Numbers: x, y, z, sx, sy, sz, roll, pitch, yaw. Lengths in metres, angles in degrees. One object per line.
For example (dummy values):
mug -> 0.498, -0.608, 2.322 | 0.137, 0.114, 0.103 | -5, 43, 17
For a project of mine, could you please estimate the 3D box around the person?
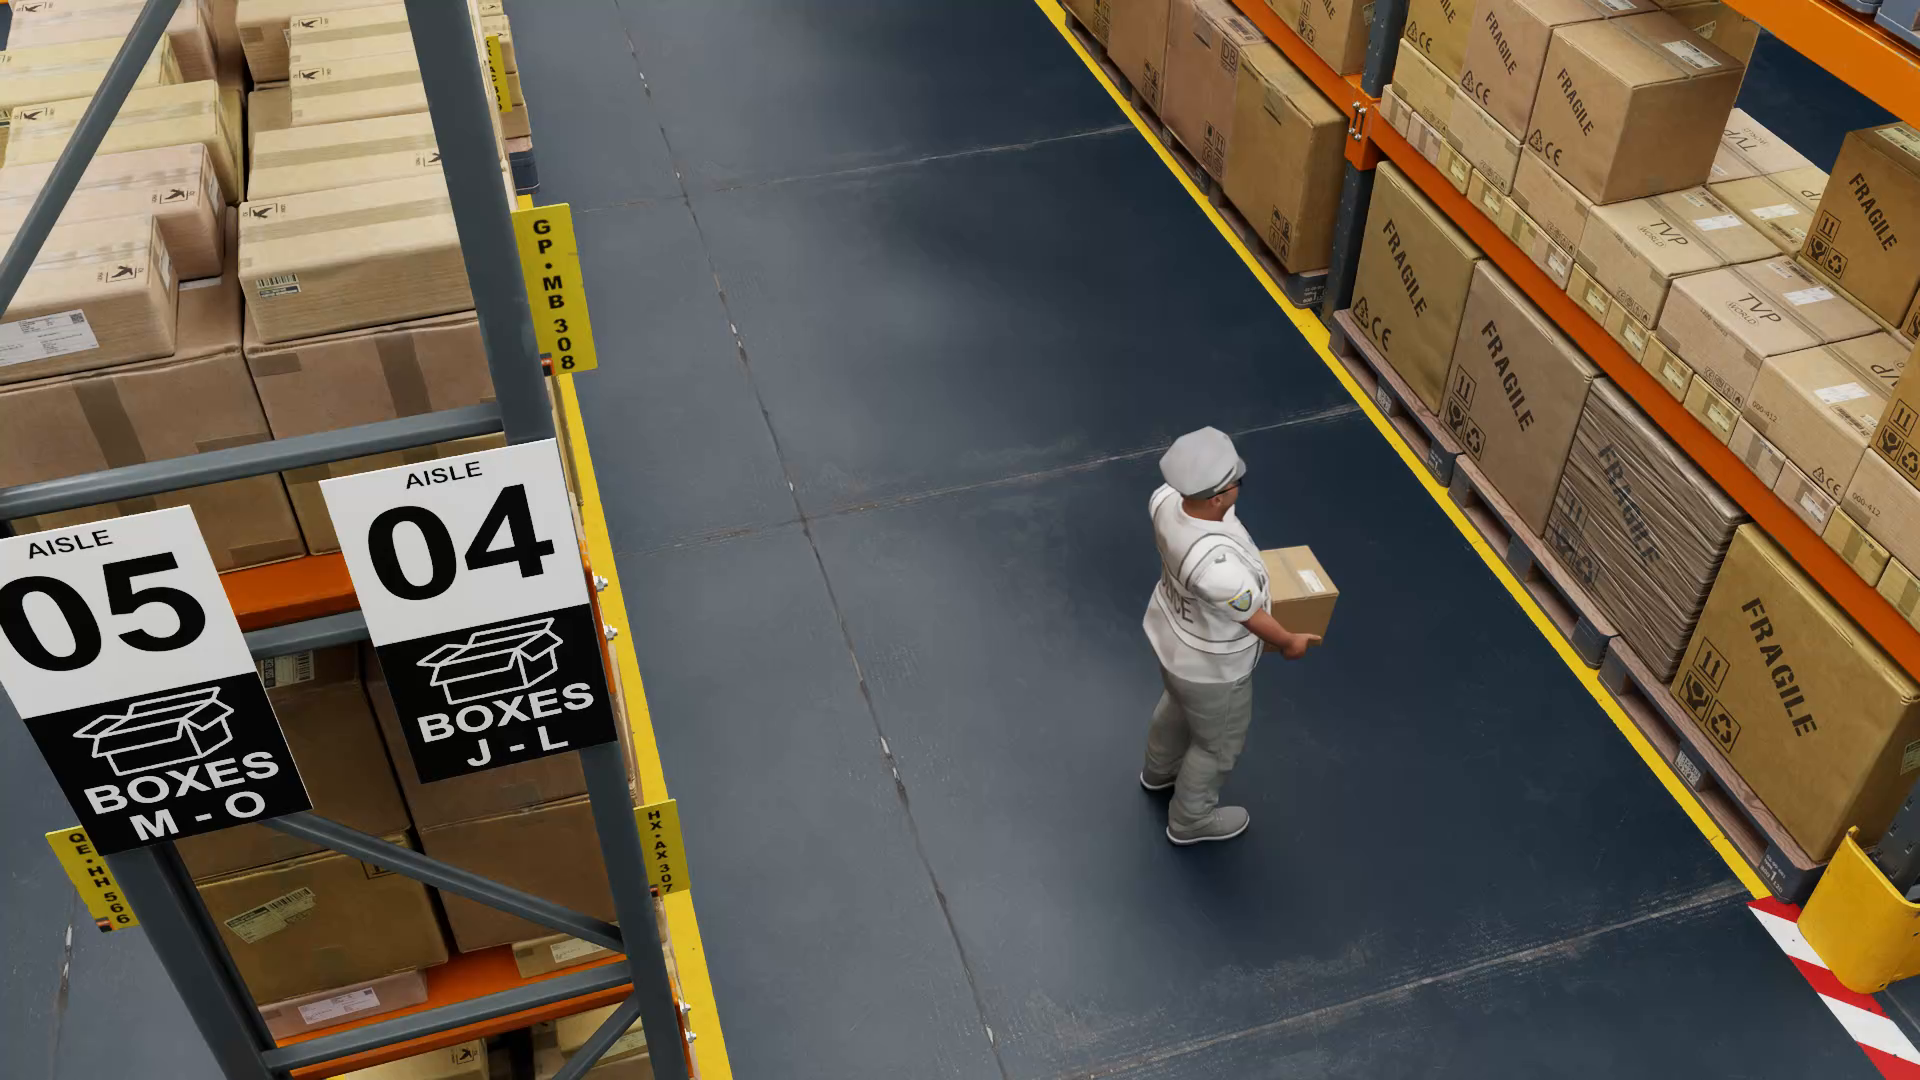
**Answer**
person -> 0.920, 0.327, 5.778 | 0.573, 1.767, 0.494 | -11, 43, -12
